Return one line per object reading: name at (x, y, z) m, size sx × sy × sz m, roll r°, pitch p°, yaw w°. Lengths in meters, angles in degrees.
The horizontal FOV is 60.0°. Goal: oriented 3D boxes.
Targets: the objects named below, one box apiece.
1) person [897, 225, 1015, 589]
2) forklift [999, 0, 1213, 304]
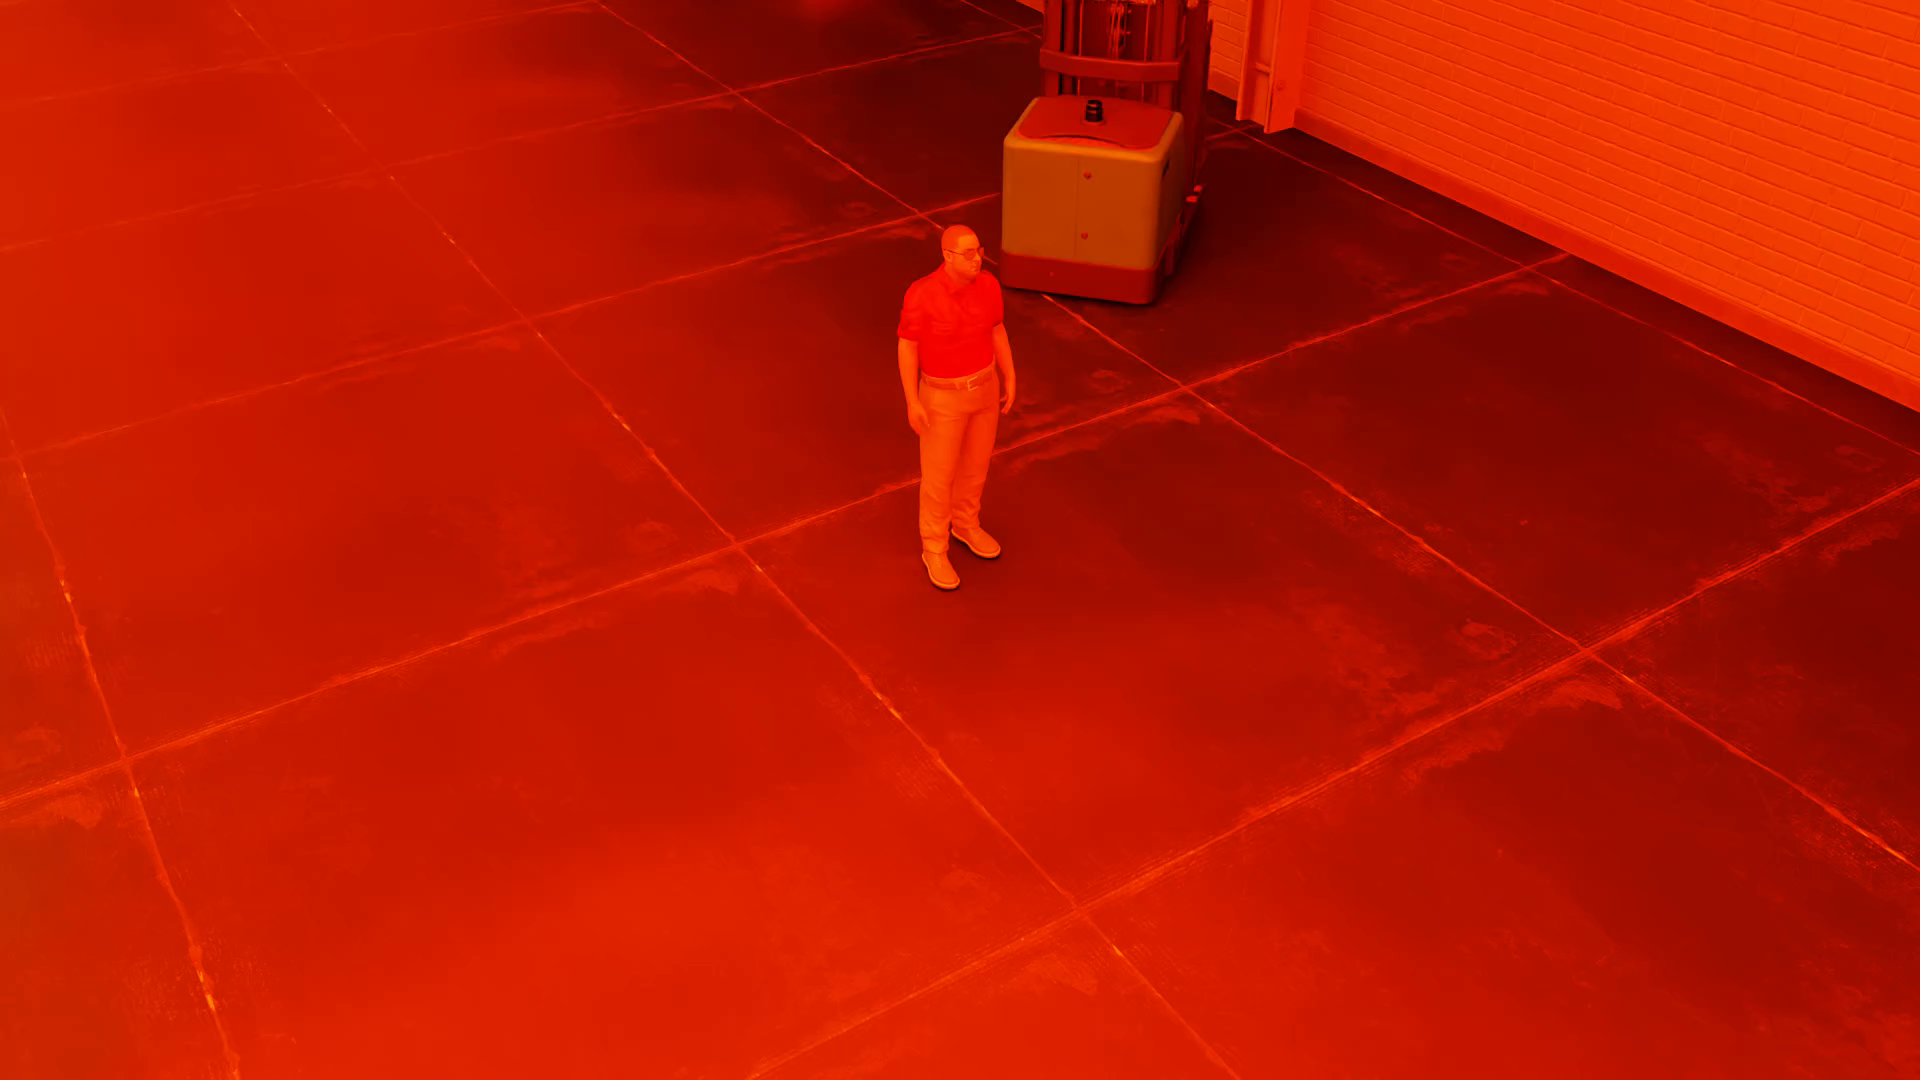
person at (0.039, -0.667, 8.128) m, size 0.641 × 1.728 × 0.550 m, roll -21°, pitch 40°, yaw -27°
forklift at (1.165, -3.569, 11.227) m, size 1.130 × 2.935 × 3.031 m, roll 10°, pitch 36°, yaw 13°
